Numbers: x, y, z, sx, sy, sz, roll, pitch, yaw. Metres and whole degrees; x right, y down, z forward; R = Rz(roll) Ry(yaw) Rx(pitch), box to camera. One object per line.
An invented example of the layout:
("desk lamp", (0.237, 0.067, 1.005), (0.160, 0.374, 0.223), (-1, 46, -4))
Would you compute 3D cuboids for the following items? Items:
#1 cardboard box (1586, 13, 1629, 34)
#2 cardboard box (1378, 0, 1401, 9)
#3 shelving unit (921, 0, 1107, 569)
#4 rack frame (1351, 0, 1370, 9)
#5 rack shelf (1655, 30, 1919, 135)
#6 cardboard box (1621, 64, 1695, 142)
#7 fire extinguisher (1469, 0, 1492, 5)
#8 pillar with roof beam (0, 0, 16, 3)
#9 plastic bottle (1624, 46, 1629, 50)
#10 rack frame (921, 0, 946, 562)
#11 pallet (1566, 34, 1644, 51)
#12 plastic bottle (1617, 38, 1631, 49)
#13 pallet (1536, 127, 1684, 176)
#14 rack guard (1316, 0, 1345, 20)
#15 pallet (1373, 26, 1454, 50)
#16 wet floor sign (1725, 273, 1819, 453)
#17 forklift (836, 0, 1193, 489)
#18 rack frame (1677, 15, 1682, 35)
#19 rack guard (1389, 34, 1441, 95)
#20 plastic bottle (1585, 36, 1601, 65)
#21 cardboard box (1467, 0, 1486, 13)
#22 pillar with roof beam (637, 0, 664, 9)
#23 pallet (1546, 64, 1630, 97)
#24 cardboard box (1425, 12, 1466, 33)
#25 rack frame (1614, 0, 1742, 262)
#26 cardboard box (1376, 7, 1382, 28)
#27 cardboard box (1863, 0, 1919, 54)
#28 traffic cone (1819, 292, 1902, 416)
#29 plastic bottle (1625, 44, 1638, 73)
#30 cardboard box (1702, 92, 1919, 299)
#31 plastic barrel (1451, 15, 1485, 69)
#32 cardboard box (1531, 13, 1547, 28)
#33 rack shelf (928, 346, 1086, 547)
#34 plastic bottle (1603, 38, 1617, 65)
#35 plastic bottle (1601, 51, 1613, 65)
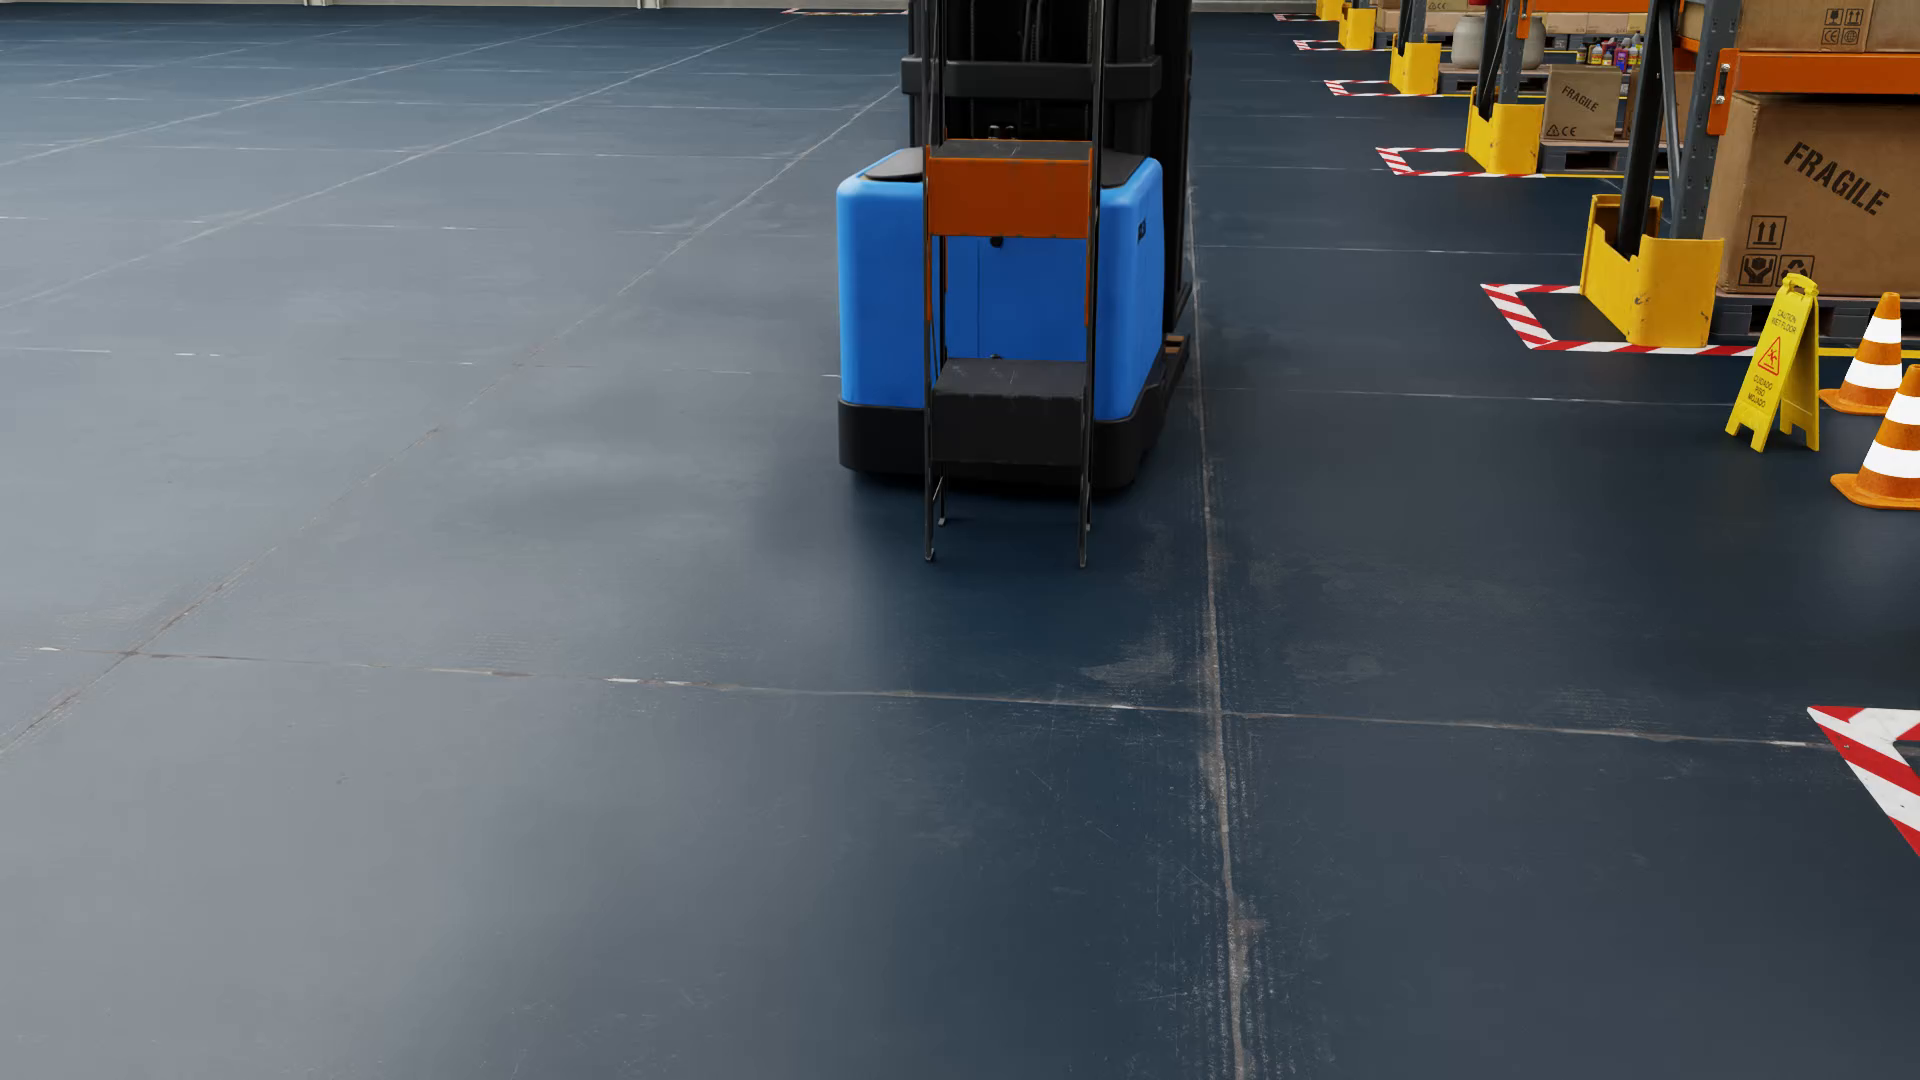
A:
("cardboard box", (8.228, -6.629, 21.296), (0.500, 0.250, 0.500), (2, 22, 6))
("cardboard box", (5.805, -7.271, 21.899), (0.500, 0.500, 0.500), (2, 22, 6))
("shelving unit", (0.164, -0.969, 5.036), (0.503, 2.100, 0.431), (2, 22, 6))
("rack frame", (5.237, -7.920, 21.392), (0.127, 3.000, 1.000), (2, 22, 6))
("rack shelf", (5.370, -2.076, 7.588), (4.000, 0.370, 1.077), (2, 22, 6))
("cardboard box", (5.284, -3.289, 12.509), (0.500, 0.500, 0.500), (8, 23, 20))
("fire extinguisher", (4.008, -4.440, 12.697), (0.183, 0.674, 0.296), (2, 22, 6))
("pillar with roof beam", (-17.726, -12.271, 24.238), (0.400, 9.000, 9.100), (2, 22, 6))
("plastic bottle", (6.915, -5.022, 17.271), (0.097, 0.201, 0.097), (0, 22, 0))
("rack frame", (-0.078, -0.980, 5.062), (0.015, 2.100, 0.400), (2, 22, 6))
("pallet", (8.425, -6.500, 21.593), (1.213, 0.211, 1.003), (2, 22, 6))
("plastic bottle", (6.911, -5.103, 17.374), (0.135, 0.276, 0.152), (2, 22, 5))
("pallet", (4.946, -2.955, 12.627), (1.213, 0.211, 1.003), (2, 22, 6))
("rack guard", (5.892, -8.563, 26.419), (0.348, 0.500, 1.175), (2, 22, 6))
("pallet", (6.002, -6.605, 21.860), (1.213, 0.211, 1.003), (2, 22, 6))
("wet floor sign", (3.122, -0.680, 6.282), (0.232, 0.644, 0.267), (-1, 22, -3))
("forklift", (0.394, -2.048, 6.635), (1.130, 2.935, 3.031), (5, 22, 12))
("rack frame", (9.210, -7.747, 20.955), (0.127, 3.000, 1.000), (2, 22, 6))
("rack guard", (4.732, -4.963, 17.313), (0.348, 0.500, 1.175), (2, 22, 6))
("plastic bottle", (6.644, -5.135, 17.445), (0.133, 0.283, 0.061), (3, 22, 8))
("cardboard box", (6.739, -7.043, 21.323), (0.500, 0.500, 0.500), (2, 22, 6))
("pillar with roof beam", (-5.810, -11.751, 22.924), (0.400, 9.000, 9.100), (2, 22, 6))
("pallet", (6.746, -4.738, 17.137), (1.213, 0.211, 1.003), (2, 22, 6))
("cardboard box", (6.241, -6.712, 21.505), (0.500, 0.250, 0.500), (2, 22, 6))
("rack frame", (3.384, -2.497, 7.675), (0.127, 3.000, 1.000), (2, 22, 6))
("cardboard box", (5.805, -6.921, 22.035), (0.500, 0.250, 0.500), (2, 22, 6))
("cardboard box", (4.306, -2.551, 7.609), (0.550, 0.550, 0.875), (2, 22, 6))
("traffic cone", (3.744, -0.775, 6.772), (0.334, 0.463, 0.336), (2, 22, 6))
("plastic bottle", (6.755, -4.840, 16.715), (0.097, 0.271, 0.097), (0, 22, 0))
("cardboard box", (4.065, -1.699, 7.975), (0.875, 0.875, 0.875), (3, 22, 7))
("plastic barrel", (5.313, -5.149, 17.197), (0.421, 0.512, 0.421), (0, 22, 0))
("cardboard box", (7.233, -6.666, 21.391), (0.500, 0.250, 0.500), (2, 22, 6))
("rack shelf", (0.164, -0.306, 5.298), (0.480, 0.518, 0.431), (2, 22, 6))
("plastic bottle", (6.761, -5.074, 17.290), (0.133, 0.283, 0.061), (2, 22, 6))
("plastic bottle", (6.517, -4.818, 16.754), (0.097, 0.201, 0.097), (0, 22, 0))
